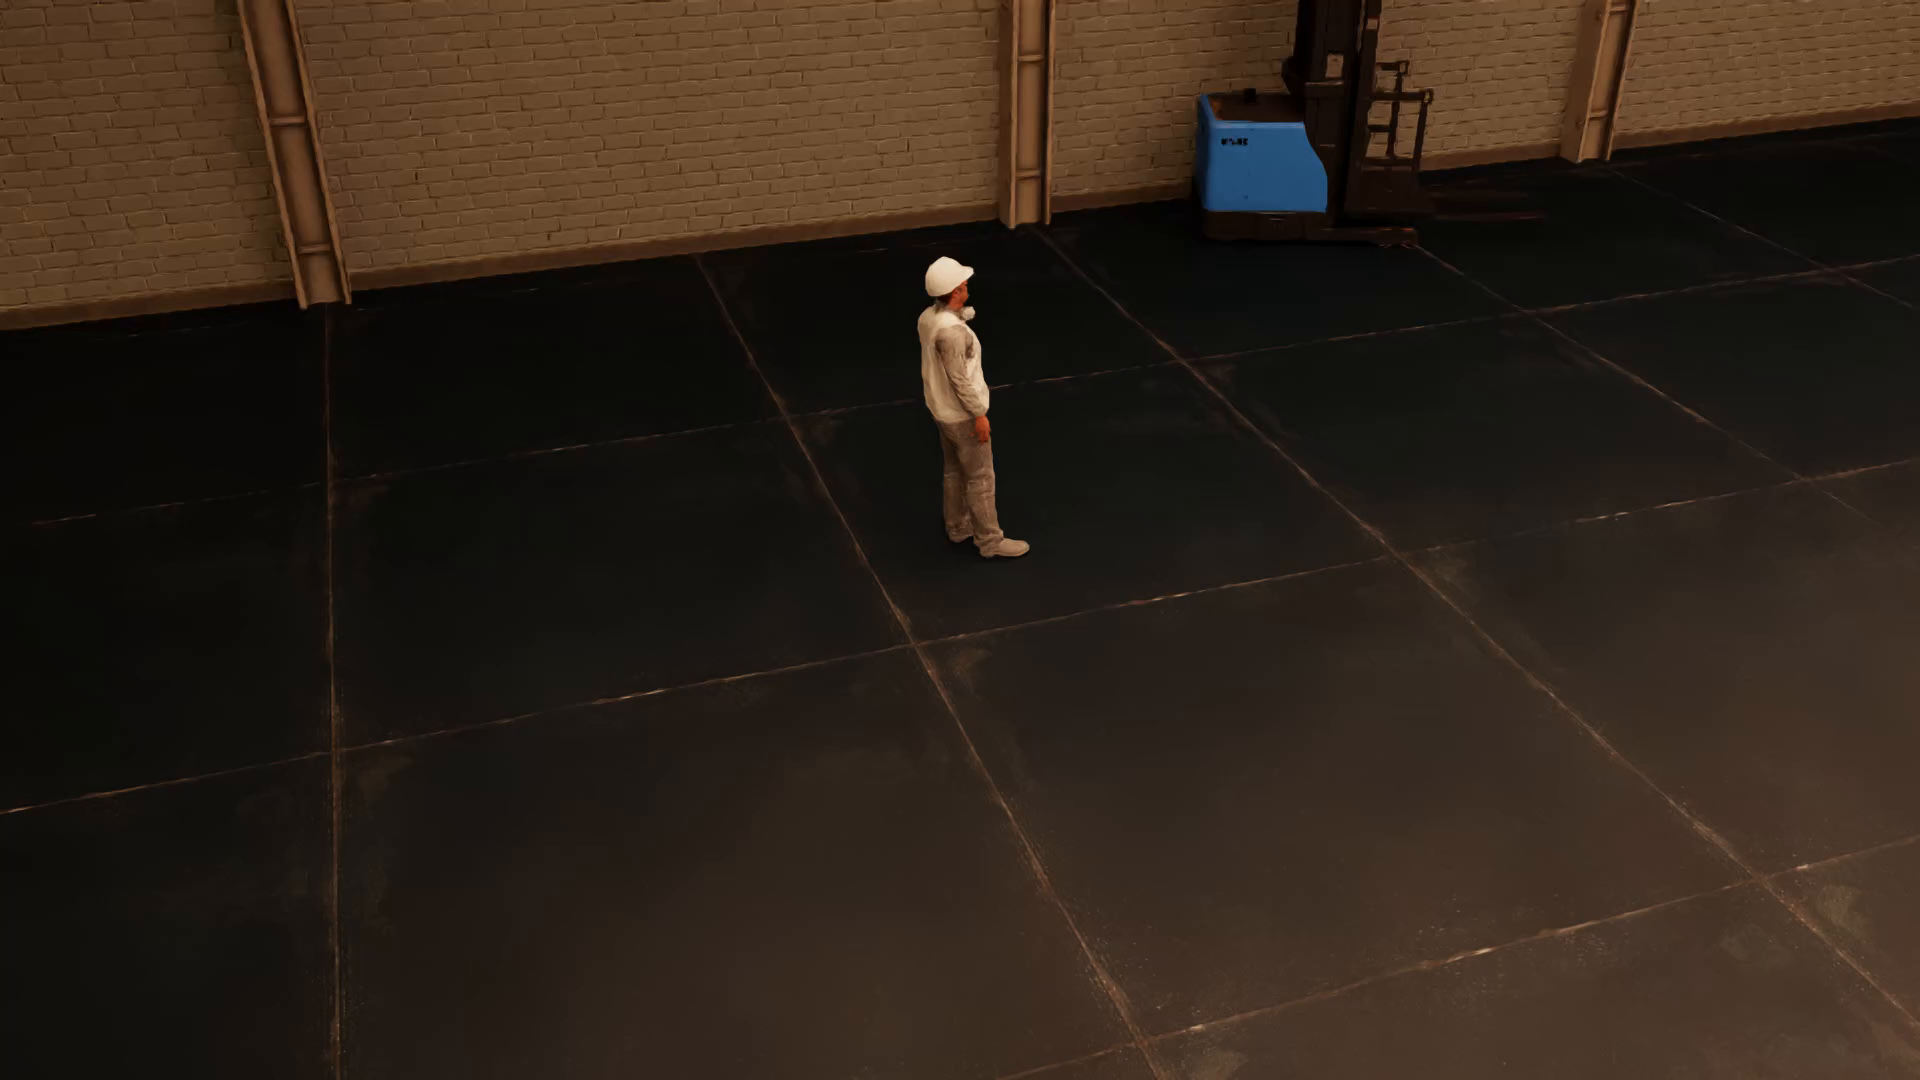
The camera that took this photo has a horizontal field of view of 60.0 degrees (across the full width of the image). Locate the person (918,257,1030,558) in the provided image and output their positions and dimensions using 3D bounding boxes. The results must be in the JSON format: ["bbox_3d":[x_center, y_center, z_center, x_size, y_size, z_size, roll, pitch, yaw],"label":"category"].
[{"bbox_3d":[0.062,-0.781,9.591,0.567,1.773,0.632,-10,31,-16],"label":"person"}]

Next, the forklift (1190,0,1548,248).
[{"bbox_3d":[3.616,-4.078,14.174,3.031,2.935,1.130,1,30,1],"label":"forklift"}]
